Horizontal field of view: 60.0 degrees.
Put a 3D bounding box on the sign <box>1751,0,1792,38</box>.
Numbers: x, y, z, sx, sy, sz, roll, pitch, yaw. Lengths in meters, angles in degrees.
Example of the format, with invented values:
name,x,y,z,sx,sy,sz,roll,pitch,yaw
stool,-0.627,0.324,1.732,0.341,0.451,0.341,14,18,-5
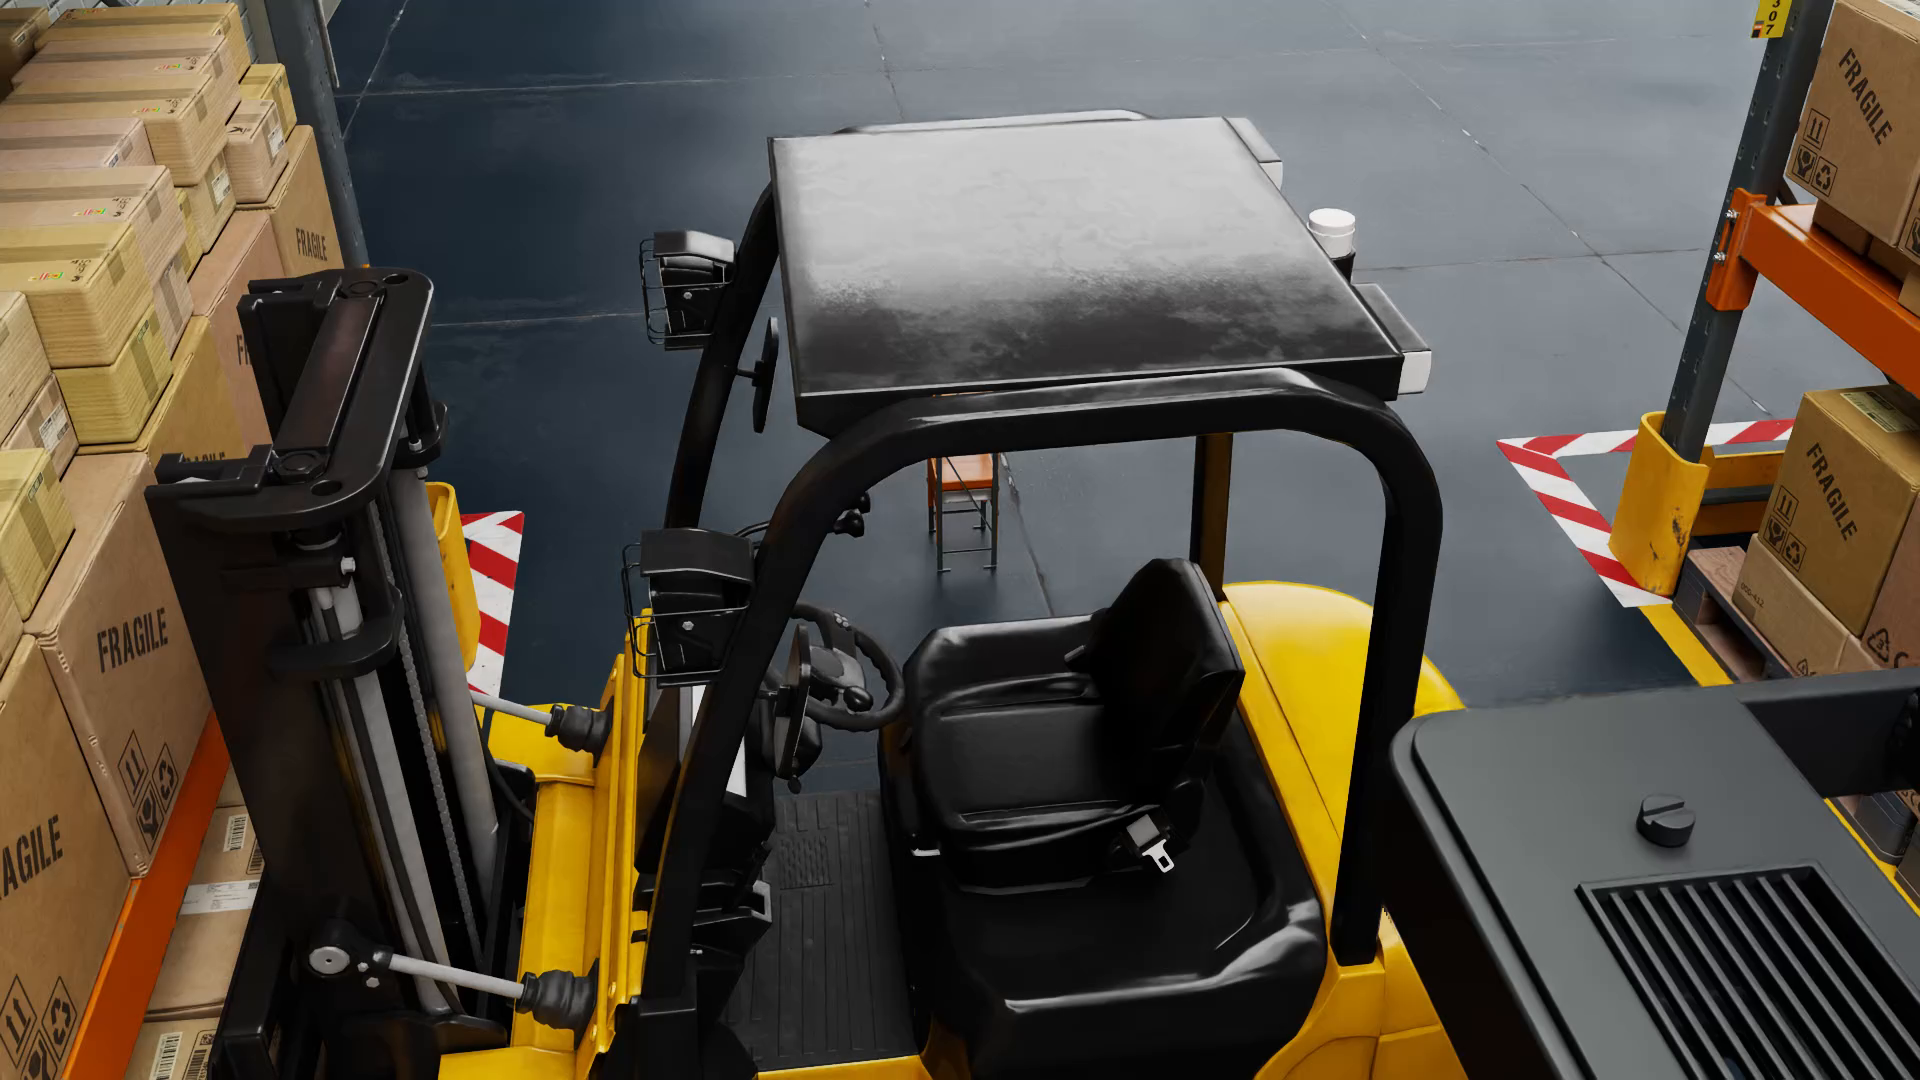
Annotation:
name,x,y,z,sx,sy,sz,roll,pitch,yaw
sign,2.274,-1.551,4.593,0.100,0.325,0.005,-4,35,-6

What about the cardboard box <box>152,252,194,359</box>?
name,x,y,z,sx,sy,sz,roll,pitch,yaw
cardboard box,-1.639,-0.419,3.036,0.380,0.149,0.250,-5,35,-8

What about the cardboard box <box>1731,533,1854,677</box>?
name,x,y,z,sx,sy,sz,roll,pitch,yaw
cardboard box,2.646,0.200,4.862,0.500,0.250,0.500,-5,35,-7

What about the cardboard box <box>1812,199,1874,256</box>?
name,x,y,z,sx,sy,sz,roll,pitch,yaw
cardboard box,2.653,-0.925,4.667,0.380,0.149,0.250,-4,35,-6

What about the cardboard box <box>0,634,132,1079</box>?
name,x,y,z,sx,sy,sz,roll,pitch,yaw
cardboard box,-1.525,0.496,2.270,0.500,0.500,0.500,-5,35,-7

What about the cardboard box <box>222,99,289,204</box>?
name,x,y,z,sx,sy,sz,roll,pitch,yaw
cardboard box,-1.718,-0.853,3.673,0.380,0.149,0.250,-4,34,-6

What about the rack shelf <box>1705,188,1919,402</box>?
name,x,y,z,sx,sy,sz,roll,pitch,yaw
rack shelf,3.081,0.179,3.462,1.077,0.370,4.000,-4,35,-6

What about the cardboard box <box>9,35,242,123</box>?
name,x,y,z,sx,sy,sz,roll,pitch,yaw
cardboard box,-1.785,-0.969,3.579,0.380,0.149,0.250,-4,35,-6

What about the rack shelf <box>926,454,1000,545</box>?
name,x,y,z,sx,sy,sz,roll,pitch,yaw
rack shelf,0.007,-0.166,5.573,0.215,0.259,0.240,-4,35,-6

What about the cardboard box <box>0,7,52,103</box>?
name,x,y,z,sx,sy,sz,roll,pitch,yaw
cardboard box,-2.273,-1.085,3.749,0.380,0.149,0.250,-5,35,-7

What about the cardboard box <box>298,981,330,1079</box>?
name,x,y,z,sx,sy,sz,roll,pitch,yaw
cardboard box,-1.520,0.995,3.251,0.500,0.250,0.500,-4,35,-7

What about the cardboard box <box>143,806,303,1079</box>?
name,x,y,z,sx,sy,sz,roll,pitch,yaw
cardboard box,-1.522,0.776,3.129,0.500,0.250,0.500,-5,35,-7

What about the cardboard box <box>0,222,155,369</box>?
name,x,y,z,sx,sy,sz,roll,pitch,yaw
cardboard box,-1.578,-0.400,2.744,0.380,0.149,0.250,-4,34,-5

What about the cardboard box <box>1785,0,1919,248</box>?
name,x,y,z,sx,sy,sz,roll,pitch,yaw
cardboard box,2.601,-1.113,4.366,0.500,0.500,0.500,-5,35,-7

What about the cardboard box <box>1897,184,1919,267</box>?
name,x,y,z,sx,sy,sz,roll,pitch,yaw
cardboard box,2.674,-0.824,3.943,0.500,0.500,0.500,-3,34,-5

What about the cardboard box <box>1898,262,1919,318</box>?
name,x,y,z,sx,sy,sz,roll,pitch,yaw
cardboard box,2.656,-0.631,4.235,0.380,0.149,0.250,-5,35,-8

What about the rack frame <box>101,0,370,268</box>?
name,x,y,z,sx,sy,sz,roll,pitch,yaw
rack frame,-2.106,-0.856,4.342,1.000,3.000,0.127,-4,35,-6

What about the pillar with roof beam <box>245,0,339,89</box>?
name,x,y,z,sx,sy,sz,roll,pitch,yaw
pillar with roof beam,0.553,-6.552,7.374,9.100,9.000,0.400,-4,35,-6

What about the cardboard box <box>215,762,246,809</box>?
name,x,y,z,sx,sy,sz,roll,pitch,yaw
cardboard box,-1.583,0.492,3.545,0.500,0.250,0.500,-4,34,-6

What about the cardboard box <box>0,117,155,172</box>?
name,x,y,z,sx,sy,sz,roll,pitch,yaw
cardboard box,-1.763,-0.681,3.156,0.380,0.149,0.250,-4,34,-6

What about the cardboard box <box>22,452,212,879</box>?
name,x,y,z,sx,sy,sz,roll,pitch,yaw
cardboard box,-1.571,0.213,2.685,0.500,0.500,0.500,-4,34,-6

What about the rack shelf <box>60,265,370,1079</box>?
name,x,y,z,sx,sy,sz,roll,pitch,yaw
rack shelf,-1.837,0.557,2.907,1.077,0.370,4.000,-4,35,-6

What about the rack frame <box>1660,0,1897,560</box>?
name,x,y,z,sx,sy,sz,roll,pitch,yaw
rack frame,2.812,-1.234,4.897,1.000,3.000,0.127,-4,35,-6

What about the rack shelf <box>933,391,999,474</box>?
name,x,y,z,sx,sy,sz,roll,pitch,yaw
rack shelf,0.007,-0.395,5.416,0.215,0.259,0.240,-4,35,-6

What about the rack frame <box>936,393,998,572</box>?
name,x,y,z,sx,sy,sz,roll,pitch,yaw
rack frame,0.024,-0.336,5.311,0.200,1.050,0.008,-4,35,-6

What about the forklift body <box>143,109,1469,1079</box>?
name,x,y,z,sx,sy,sz,roll,pitch,yaw
forklift body,-0.043,0.415,3.231,2.313,2.155,1.214,-4,35,-6

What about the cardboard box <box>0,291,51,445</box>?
name,x,y,z,sx,sy,sz,roll,pitch,yaw
cardboard box,-1.637,-0.249,2.523,0.380,0.149,0.250,-4,34,-6

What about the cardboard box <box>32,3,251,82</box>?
name,x,y,z,sx,sy,sz,roll,pitch,yaw
cardboard box,-1.849,-1.104,3.778,0.380,0.149,0.250,-4,35,-6

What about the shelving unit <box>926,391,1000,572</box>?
name,x,y,z,sx,sy,sz,roll,pitch,yaw
shelving unit,0.007,-0.404,5.411,0.215,1.050,0.252,-4,35,-6

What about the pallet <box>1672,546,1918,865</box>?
name,x,y,z,sx,sy,sz,roll,pitch,yaw
pallet,2.896,0.417,4.951,1.003,0.211,1.213,-4,35,-6

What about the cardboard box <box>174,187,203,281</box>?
name,x,y,z,sx,sy,sz,roll,pitch,yaw
cardboard box,-1.722,-0.564,3.249,0.380,0.149,0.250,-5,35,-7

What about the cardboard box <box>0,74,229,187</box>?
name,x,y,z,sx,sy,sz,roll,pitch,yaw
cardboard box,-1.723,-0.825,3.368,0.380,0.149,0.250,-4,34,-5

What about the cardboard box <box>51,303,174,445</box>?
name,x,y,z,sx,sy,sz,roll,pitch,yaw
cardboard box,-1.585,-0.279,2.831,0.380,0.149,0.250,-4,34,-6

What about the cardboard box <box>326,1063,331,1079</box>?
name,x,y,z,sx,sy,sz,roll,pitch,yaw
cardboard box,-1.522,1.191,3.407,0.500,0.250,0.500,-3,34,-5

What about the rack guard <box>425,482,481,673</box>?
name,x,y,z,sx,sy,sz,roll,pitch,yaw
rack guard,-2.109,0.164,5.066,1.175,0.500,0.348,-4,35,-6

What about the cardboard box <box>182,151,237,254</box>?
name,x,y,z,sx,sy,sz,roll,pitch,yaw
cardboard box,-1.744,-0.703,3.454,0.380,0.149,0.250,-4,34,-5

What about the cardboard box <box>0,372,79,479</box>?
name,x,y,z,sx,sy,sz,roll,pitch,yaw
cardboard box,-1.641,-0.133,2.617,0.380,0.149,0.250,-5,35,-7

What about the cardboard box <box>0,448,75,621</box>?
name,x,y,z,sx,sy,sz,roll,pitch,yaw
cardboard box,-1.539,0.005,2.415,0.380,0.149,0.250,-5,35,-7

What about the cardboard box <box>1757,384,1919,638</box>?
name,x,y,z,sx,sy,sz,roll,pitch,yaw
cardboard box,2.650,-0.097,4.631,0.500,0.500,0.500,-5,35,-8

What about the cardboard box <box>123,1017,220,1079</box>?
name,x,y,z,sx,sy,sz,roll,pitch,yaw
cardboard box,-1.459,1.069,2.698,0.500,0.250,0.500,-3,34,-5

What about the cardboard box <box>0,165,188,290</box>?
name,x,y,z,sx,sy,sz,roll,pitch,yaw
cardboard box,-1.618,-0.544,2.955,0.380,0.149,0.250,-4,34,-5

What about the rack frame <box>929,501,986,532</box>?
name,x,y,z,sx,sy,sz,roll,pitch,yaw
rack frame,-0.009,-0.472,5.510,0.200,1.050,0.008,-4,35,-6

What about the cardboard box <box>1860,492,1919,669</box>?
name,x,y,z,sx,sy,sz,roll,pitch,yaw
cardboard box,2.725,0.195,4.204,0.500,0.500,0.500,-6,35,-8

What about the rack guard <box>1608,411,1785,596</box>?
name,x,y,z,sx,sy,sz,roll,pitch,yaw
rack guard,2.822,-0.159,5.539,1.175,0.500,0.348,-4,35,-6

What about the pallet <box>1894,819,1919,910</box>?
name,x,y,z,sx,sy,sz,roll,pitch,yaw
pallet,3.057,1.096,3.954,1.003,0.211,1.213,-4,35,-6

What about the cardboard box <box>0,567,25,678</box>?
name,x,y,z,sx,sy,sz,roll,pitch,yaw
cardboard box,-1.494,0.153,2.198,0.380,0.149,0.250,-5,35,-8

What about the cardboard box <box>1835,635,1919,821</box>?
name,x,y,z,sx,sy,sz,roll,pitch,yaw
cardboard box,2.708,0.485,4.443,0.500,0.250,0.500,-3,34,-5

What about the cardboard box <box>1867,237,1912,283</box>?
name,x,y,z,sx,sy,sz,roll,pitch,yaw
cardboard box,2.701,-0.785,4.461,0.380,0.149,0.250,-4,34,-6

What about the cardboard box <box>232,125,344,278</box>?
name,x,y,z,sx,sy,sz,roll,pitch,yaw
cardboard box,-1.780,-0.643,3.940,0.500,0.500,0.500,-5,35,-7

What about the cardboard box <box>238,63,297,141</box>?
name,x,y,z,sx,sy,sz,roll,pitch,yaw
cardboard box,-1.782,-0.993,3.879,0.380,0.149,0.250,-4,34,-6

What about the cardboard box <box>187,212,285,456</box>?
name,x,y,z,sx,sy,sz,roll,pitch,yaw
cardboard box,-1.719,-0.352,3.515,0.500,0.500,0.500,-3,34,-5

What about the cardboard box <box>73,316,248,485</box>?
name,x,y,z,sx,sy,sz,roll,pitch,yaw
cardboard box,-1.650,-0.066,3.095,0.500,0.500,0.500,-5,35,-7
